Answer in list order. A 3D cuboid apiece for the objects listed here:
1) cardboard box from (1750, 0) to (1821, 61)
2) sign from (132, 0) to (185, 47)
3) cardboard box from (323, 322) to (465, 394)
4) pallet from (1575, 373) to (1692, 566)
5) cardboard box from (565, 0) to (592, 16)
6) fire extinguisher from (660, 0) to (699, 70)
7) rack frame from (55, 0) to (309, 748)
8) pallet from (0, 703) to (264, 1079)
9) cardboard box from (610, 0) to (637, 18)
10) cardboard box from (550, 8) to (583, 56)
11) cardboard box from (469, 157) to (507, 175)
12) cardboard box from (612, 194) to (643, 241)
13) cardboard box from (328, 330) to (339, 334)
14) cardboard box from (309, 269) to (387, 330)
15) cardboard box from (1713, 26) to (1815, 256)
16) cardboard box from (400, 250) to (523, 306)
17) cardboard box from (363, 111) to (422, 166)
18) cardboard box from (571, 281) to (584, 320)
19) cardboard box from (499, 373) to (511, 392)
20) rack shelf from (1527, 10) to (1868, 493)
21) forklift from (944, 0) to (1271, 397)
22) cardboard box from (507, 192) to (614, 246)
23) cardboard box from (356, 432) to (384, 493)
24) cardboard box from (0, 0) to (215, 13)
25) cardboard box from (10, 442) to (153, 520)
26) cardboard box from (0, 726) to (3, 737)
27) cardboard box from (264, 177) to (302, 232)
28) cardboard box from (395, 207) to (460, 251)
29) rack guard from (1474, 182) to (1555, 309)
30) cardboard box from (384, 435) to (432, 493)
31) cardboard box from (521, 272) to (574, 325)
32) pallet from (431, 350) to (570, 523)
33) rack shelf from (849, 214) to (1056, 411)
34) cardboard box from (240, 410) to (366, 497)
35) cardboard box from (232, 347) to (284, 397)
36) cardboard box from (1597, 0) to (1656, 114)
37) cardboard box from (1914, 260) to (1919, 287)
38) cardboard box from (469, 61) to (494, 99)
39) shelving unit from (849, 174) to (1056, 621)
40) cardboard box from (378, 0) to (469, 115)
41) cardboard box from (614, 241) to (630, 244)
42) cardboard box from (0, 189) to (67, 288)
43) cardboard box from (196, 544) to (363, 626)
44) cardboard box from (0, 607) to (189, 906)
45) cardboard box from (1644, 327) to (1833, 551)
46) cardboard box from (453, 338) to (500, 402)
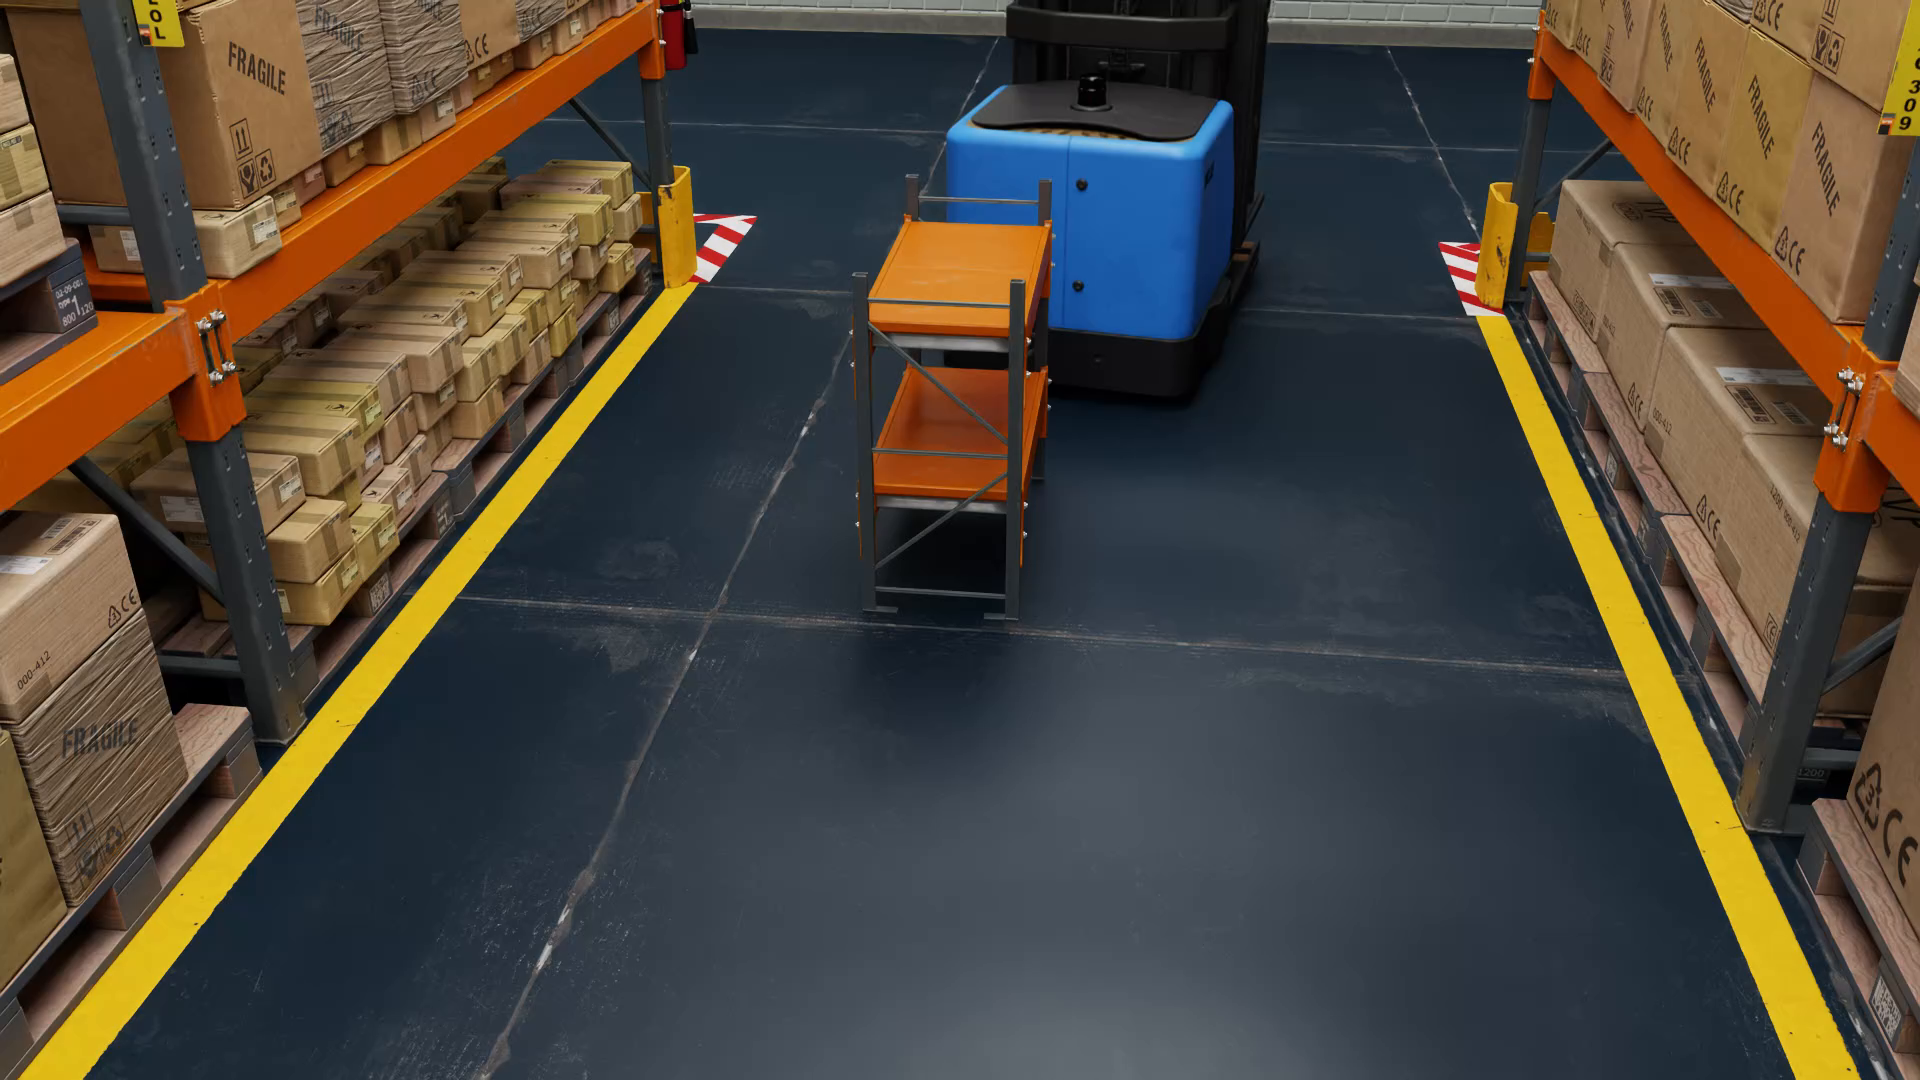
[{"bbox_3d":[2.404,-1.516,4.242,0.500,0.500,0.500,3,28,5],"label":"cardboard box"},{"bbox_3d":[-1.824,-1.275,3.732,0.100,0.325,0.005,3,28,6],"label":"sign"},{"bbox_3d":[-1.931,-0.625,5.682,0.380,0.149,0.250,4,29,7],"label":"cardboard box"},{"bbox_3d":[2.868,-0.257,6.004,1.003,0.211,1.213,3,28,6],"label":"pallet"},{"bbox_3d":[-1.753,-2.385,6.595,0.500,0.500,0.500,3,28,5],"label":"cardboard box"},{"bbox_3d":[-1.396,-2.572,7.836,0.296,0.674,0.183,3,28,6],"label":"fire extinguisher"},{"bbox_3d":[-2.375,-0.795,4.064,1.000,3.000,0.127,3,28,6],"label":"rack frame"},{"bbox_3d":[-2.469,0.799,4.045,1.003,0.211,1.213,3,28,6],"label":"pallet"},{"bbox_3d":[-1.645,-2.398,7.303,0.380,0.149,0.250,3,28,6],"label":"cardboard box"},{"bbox_3d":[-1.736,-2.043,6.644,0.380,0.149,0.250,4,29,8],"label":"cardboard box"},{"bbox_3d":[-2.287,-1.643,7.573,0.380,0.149,0.250,2,28,4],"label":"cardboard box"},{"bbox_3d":[-1.667,-1.474,7.573,0.380,0.149,0.250,3,28,5],"label":"cardboard box"},{"bbox_3d":[-2.348,-0.760,6.247,0.380,0.149,0.250,5,29,9],"label":"cardboard box"},{"bbox_3d":[-2.364,-0.899,6.191,0.380,0.149,0.250,3,29,6],"label":"cardboard box"},{"bbox_3d":[2.411,-1.075,4.477,0.500,0.500,0.500,3,28,5],"label":"cardboard box"},{"bbox_3d":[-1.907,-0.996,6.373,0.380,0.149,0.250,2,28,4],"label":"cardboard box"},{"bbox_3d":[-1.942,-1.296,5.258,0.380,0.149,0.250,4,29,7],"label":"cardboard box"},{"bbox_3d":[-1.809,-0.985,6.979,0.380,0.149,0.250,4,29,7],"label":"cardboard box"},{"bbox_3d":[-1.937,-0.619,6.300,0.380,0.149,0.250,4,29,8],"label":"cardboard box"},{"bbox_3d":[2.795,-1.180,5.536,1.077,0.370,4.000,3,28,6],"label":"rack shelf"},{"bbox_3d":[0.844,-2.546,7.386,1.130,2.935,3.031,8,29,15],"label":"forklift"},{"bbox_3d":[-1.692,-1.362,7.051,0.380,0.149,0.250,3,28,5],"label":"cardboard box"},{"bbox_3d":[-2.077,-0.249,5.300,0.380,0.149,0.250,3,28,6],"label":"cardboard box"},{"bbox_3d":[-2.078,-1.609,4.100,0.500,0.500,0.500,4,29,7],"label":"cardboard box"},{"bbox_3d":[-2.590,-0.170,4.838,0.380,0.149,0.250,4,29,8],"label":"cardboard box"},{"bbox_3d":[-2.292,0.396,3.254,0.500,0.250,0.500,5,29,9],"label":"cardboard box"},{"bbox_3d":[-2.058,-0.925,4.569,0.380,0.149,0.250,4,29,8],"label":"cardboard box"},{"bbox_3d":[-2.307,-1.274,6.887,0.380,0.149,0.250,2,28,4],"label":"cardboard box"},{"bbox_3d":[3.043,-1.349,7.727,1.175,0.500,0.348,3,28,6],"label":"rack guard"},{"bbox_3d":[-2.019,-0.246,5.606,0.380,0.149,0.250,3,28,5],"label":"cardboard box"},{"bbox_3d":[-1.779,-0.985,6.665,0.380,0.149,0.250,4,29,7],"label":"cardboard box"},{"bbox_3d":[-2.181,-0.462,6.385,1.003,0.211,1.213,3,28,6],"label":"pallet"},{"bbox_3d":[0.001,-0.756,5.350,0.538,0.278,1.000,3,28,6],"label":"rack shelf"},{"bbox_3d":[-2.035,-0.263,5.012,0.380,0.149,0.250,5,29,9],"label":"cardboard box"},{"bbox_3d":[-2.465,-0.528,5.502,0.380,0.149,0.250,4,29,8],"label":"cardboard box"},{"bbox_3d":[2.582,-1.795,5.813,0.500,0.500,0.500,3,28,6],"label":"cardboard box"},{"bbox_3d":[2.216,-0.519,3.181,0.500,0.250,0.500,3,28,5],"label":"cardboard box"},{"bbox_3d":[-1.906,-1.671,5.953,0.380,0.149,0.250,4,29,7],"label":"cardboard box"},{"bbox_3d":[0.001,-0.498,5.489,0.538,1.125,1.048,3,28,6],"label":"shelving unit"},{"bbox_3d":[-1.913,-1.657,5.244,0.500,0.500,0.500,3,28,5],"label":"cardboard box"},{"bbox_3d":[-1.743,-1.348,7.653,0.380,0.149,0.250,4,29,7],"label":"cardboard box"},{"bbox_3d":[-2.227,-0.671,3.655,0.380,0.149,0.250,3,28,5],"label":"cardboard box"},{"bbox_3d":[-2.012,0.122,4.924,0.380,0.149,0.250,2,28,4],"label":"cardboard box"},{"bbox_3d":[-2.216,0.483,3.883,0.500,0.500,0.500,3,28,5],"label":"cardboard box"},{"bbox_3d":[2.842,-0.323,5.446,0.875,0.438,0.875,3,28,5],"label":"cardboard box"},{"bbox_3d":[-1.890,-0.619,5.987,0.380,0.149,0.250,3,28,6],"label":"cardboard box"}]
